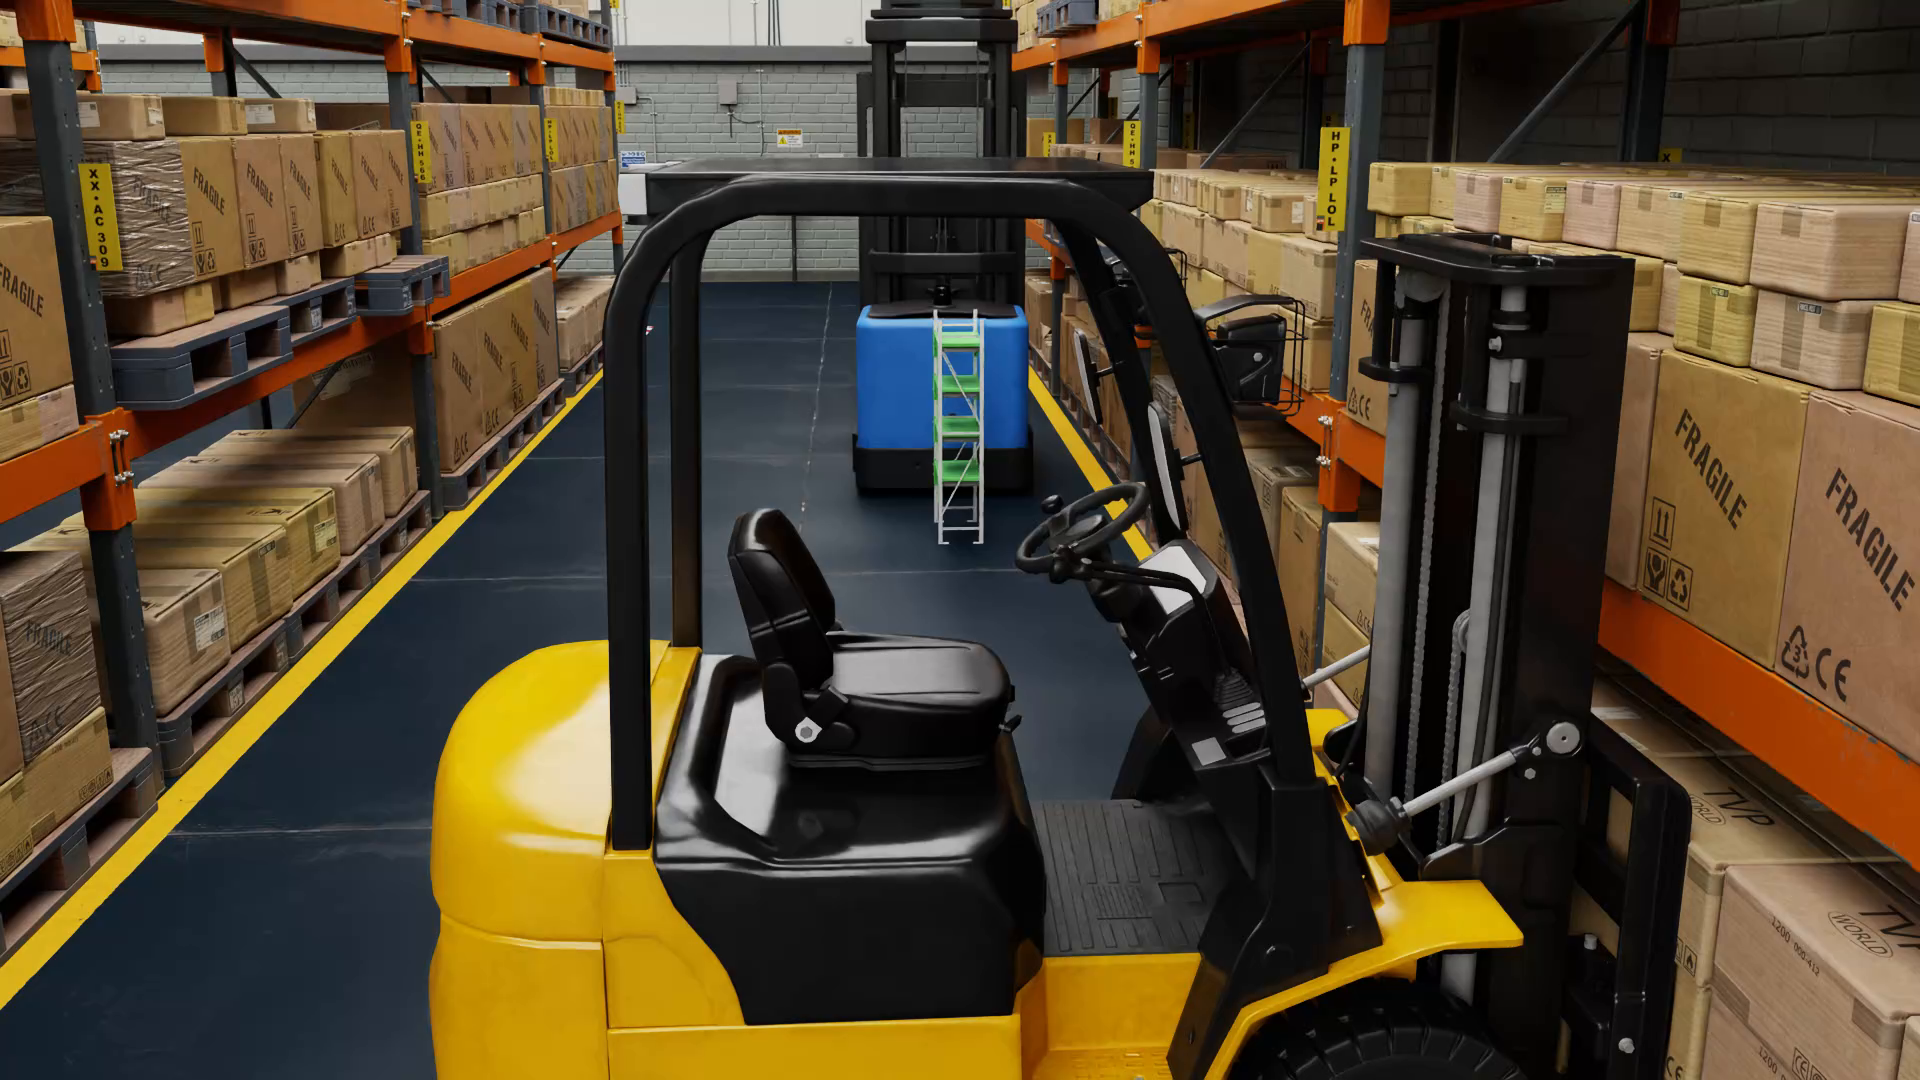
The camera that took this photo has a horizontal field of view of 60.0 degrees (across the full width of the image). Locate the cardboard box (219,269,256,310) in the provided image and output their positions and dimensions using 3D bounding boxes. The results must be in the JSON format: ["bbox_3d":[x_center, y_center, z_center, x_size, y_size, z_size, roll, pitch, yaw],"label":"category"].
[{"bbox_3d":[-3.004,-0.991,6.519,0.380,0.149,0.250,-1,14,-3],"label":"cardboard box"}]

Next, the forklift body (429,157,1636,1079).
[{"bbox_3d":[0.053,0.314,3.489,2.313,2.155,1.214,-1,14,-3],"label":"forklift body"}]

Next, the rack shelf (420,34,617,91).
[{"bbox_3d":[-3.830,-4.162,14.607,1.077,0.370,4.000,-1,14,-3],"label":"rack shelf"}]

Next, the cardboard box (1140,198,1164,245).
[{"bbox_3d":[1.255,-1.698,8.904,0.500,0.250,0.500,-1,14,-3],"label":"cardboard box"}]

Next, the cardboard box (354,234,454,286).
[{"bbox_3d":[-3.237,-1.618,9.598,0.500,0.250,0.500,-1,14,-4],"label":"cardboard box"}]

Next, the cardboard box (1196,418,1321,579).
[{"bbox_3d":[1.611,-0.211,7.751,0.875,0.625,0.625,-1,15,-6],"label":"cardboard box"}]

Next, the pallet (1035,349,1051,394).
[{"bbox_3d":[1.207,-1.458,14.270,1.003,0.211,1.213,-1,14,-3],"label":"pallet"}]

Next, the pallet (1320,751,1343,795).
[{"bbox_3d":[1.751,0.901,5.102,1.003,0.211,1.213,-1,14,-3],"label":"pallet"}]

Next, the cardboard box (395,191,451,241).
[{"bbox_3d":[-3.243,-1.865,9.552,0.500,0.250,0.500,-1,14,-4],"label":"cardboard box"}]

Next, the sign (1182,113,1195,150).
[{"bbox_3d":[1.802,-3.208,13.151,0.100,0.325,0.005,-1,14,-3],"label":"sign"}]

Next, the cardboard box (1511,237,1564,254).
[{"bbox_3d":[1.519,-0.671,4.112,0.380,0.149,0.250,-1,14,-4],"label":"cardboard box"}]

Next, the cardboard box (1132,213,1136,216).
[{"bbox_3d":[1.072,-1.882,9.983,0.380,0.149,0.250,-1,14,-2],"label":"cardboard box"}]

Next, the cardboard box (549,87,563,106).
[{"bbox_3d":[-3.510,-3.679,13.796,0.380,0.149,0.250,-1,14,-4],"label":"cardboard box"}]

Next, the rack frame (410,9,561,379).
[{"bbox_3d":[-3.706,-2.560,12.958,1.000,3.000,0.127,-1,14,-3],"label":"rack frame"}]

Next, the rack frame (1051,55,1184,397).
[{"bbox_3d":[1.248,-2.638,13.259,1.000,3.000,0.127,-1,14,-3],"label":"rack frame"}]

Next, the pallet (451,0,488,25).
[{"bbox_3d":[-3.623,-3.364,10.441,1.003,0.211,1.213,0,14,-1],"label":"pallet"}]

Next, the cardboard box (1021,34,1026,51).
[{"bbox_3d":[0.766,-4.623,15.460,0.380,0.149,0.250,-1,14,-4],"label":"cardboard box"}]

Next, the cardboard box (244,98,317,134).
[{"bbox_3d":[-3.075,-1.873,7.344,0.380,0.149,0.250,-2,15,-6],"label":"cardboard box"}]

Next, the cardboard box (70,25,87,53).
[{"bbox_3d":[-8.596,-4.725,15.650,0.500,0.250,0.500,-1,14,-5],"label":"cardboard box"}]

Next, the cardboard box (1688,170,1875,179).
[{"bbox_3d":[2.147,-0.890,4.367,0.380,0.149,0.250,-1,14,-5],"label":"cardboard box"}]

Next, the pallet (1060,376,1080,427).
[{"bbox_3d":[1.336,-1.086,12.822,1.003,0.211,1.213,-1,14,-3],"label":"pallet"}]

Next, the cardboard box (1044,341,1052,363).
[{"bbox_3d":[0.921,-1.595,14.083,0.380,0.149,0.250,-1,14,-5],"label":"cardboard box"}]

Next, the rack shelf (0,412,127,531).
[{"bbox_3d":[-3.086,0.275,3.381,1.077,0.370,4.000,-1,14,-3],"label":"rack shelf"}]

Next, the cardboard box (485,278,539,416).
[{"bbox_3d":[-3.524,-1.357,11.703,0.875,0.875,0.875,0,14,-2],"label":"cardboard box"}]

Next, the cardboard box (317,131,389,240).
[{"bbox_3d":[-3.109,-1.724,8.067,0.500,0.500,0.500,-1,14,-4],"label":"cardboard box"}]

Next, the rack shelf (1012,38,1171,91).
[{"bbox_3d":[1.124,-4.240,14.908,1.077,0.370,4.000,-1,14,-3],"label":"rack shelf"}]

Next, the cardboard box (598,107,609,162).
[{"bbox_3d":[-3.624,-3.842,15.732,0.500,0.500,0.500,-1,14,-3],"label":"cardboard box"}]

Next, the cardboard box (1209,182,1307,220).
[{"bbox_3d":[1.299,-1.474,7.235,0.380,0.149,0.250,-1,14,-5],"label":"cardboard box"}]

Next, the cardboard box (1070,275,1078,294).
[{"bbox_3d":[1.065,-1.996,13.041,0.380,0.149,0.250,-1,14,-4],"label":"cardboard box"}]

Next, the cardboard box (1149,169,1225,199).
[{"bbox_3d":[1.222,-1.922,8.974,0.380,0.149,0.250,0,14,-2],"label":"cardboard box"}]

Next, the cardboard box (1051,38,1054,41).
[{"bbox_3d":[0.931,-4.054,13.246,0.380,0.149,0.250,-1,14,-4],"label":"cardboard box"}]

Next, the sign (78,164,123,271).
[{"bbox_3d":[-2.669,-1.000,5.157,0.100,0.325,0.005,-1,14,-3],"label":"sign"}]

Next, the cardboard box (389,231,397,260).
[{"bbox_3d":[-3.114,-1.504,8.513,0.380,0.149,0.250,-1,14,-3],"label":"cardboard box"}]

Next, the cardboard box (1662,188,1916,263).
[{"bbox_3d":[1.658,-0.627,3.345,0.380,0.149,0.250,-1,14,-3],"label":"cardboard box"}]

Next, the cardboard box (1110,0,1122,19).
[{"bbox_3d":[1.190,-3.272,10.005,0.500,0.250,0.500,-1,14,-3],"label":"cardboard box"}]

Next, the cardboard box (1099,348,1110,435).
[{"bbox_3d":[1.200,-0.992,11.038,0.500,0.500,0.500,0,14,-1],"label":"cardboard box"}]

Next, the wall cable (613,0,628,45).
[{"bbox_3d":[-4.587,-7.871,21.558,0.463,3.000,0.029,-1,14,-3],"label":"wall cable"}]

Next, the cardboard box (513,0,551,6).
[{"bbox_3d":[-3.533,-4.463,13.088,0.500,0.500,0.500,-1,14,-2],"label":"cardboard box"}]

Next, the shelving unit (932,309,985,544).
[{"bbox_3d":[-0.010,-0.622,9.037,0.258,1.200,0.503,-1,14,-3],"label":"shelving unit"}]

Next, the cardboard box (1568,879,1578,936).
[{"bbox_3d":[1.549,0.739,3.807,0.500,0.250,0.500,-1,14,-4],"label":"cardboard box"}]

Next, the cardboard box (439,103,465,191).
[{"bbox_3d":[-3.285,-2.348,9.924,0.500,0.500,0.500,-1,14,-3],"label":"cardboard box"}]

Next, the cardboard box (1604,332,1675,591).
[{"bbox_3d":[1.602,-0.202,3.590,0.500,0.500,0.500,-1,14,-3],"label":"cardboard box"}]

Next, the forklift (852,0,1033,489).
[{"bbox_3d":[-0.119,-2.036,11.059,1.130,2.935,3.031,0,14,-1],"label":"forklift"}]

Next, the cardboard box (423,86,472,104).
[{"bbox_3d":[-4.042,-3.479,13.018,0.380,0.149,0.250,-1,14,-5],"label":"cardboard box"}]

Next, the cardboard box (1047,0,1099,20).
[{"bbox_3d":[0.968,-4.278,13.318,0.500,0.250,0.500,-1,14,-3],"label":"cardboard box"}]

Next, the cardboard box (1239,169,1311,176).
[{"bbox_3d":[1.718,-1.928,8.997,0.380,0.149,0.250,0,14,-2],"label":"cardboard box"}]

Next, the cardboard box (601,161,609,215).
[{"bbox_3d":[-3.643,-3.363,15.875,0.500,0.500,0.500,-1,14,-5],"label":"cardboard box"}]

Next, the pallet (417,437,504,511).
[{"bbox_3d":[-3.432,-0.412,10.205,1.003,0.211,1.213,-1,14,-3],"label":"pallet"}]

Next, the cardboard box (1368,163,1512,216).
[{"bbox_3d":[1.467,-1.071,5.070,0.380,0.149,0.250,-1,14,-2],"label":"cardboard box"}]

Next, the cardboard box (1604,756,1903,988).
[{"bbox_3d":[1.573,0.629,3.232,0.500,0.250,0.500,-1,14,-3],"label":"cardboard box"}]

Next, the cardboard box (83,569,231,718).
[{"bbox_3d":[-3.245,0.368,6.007,0.950,0.372,0.625,-1,14,-3],"label":"cardboard box"}]

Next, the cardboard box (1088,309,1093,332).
[{"bbox_3d":[1.135,-1.589,12.056,0.380,0.149,0.250,-1,14,-4],"label":"cardboard box"}]
